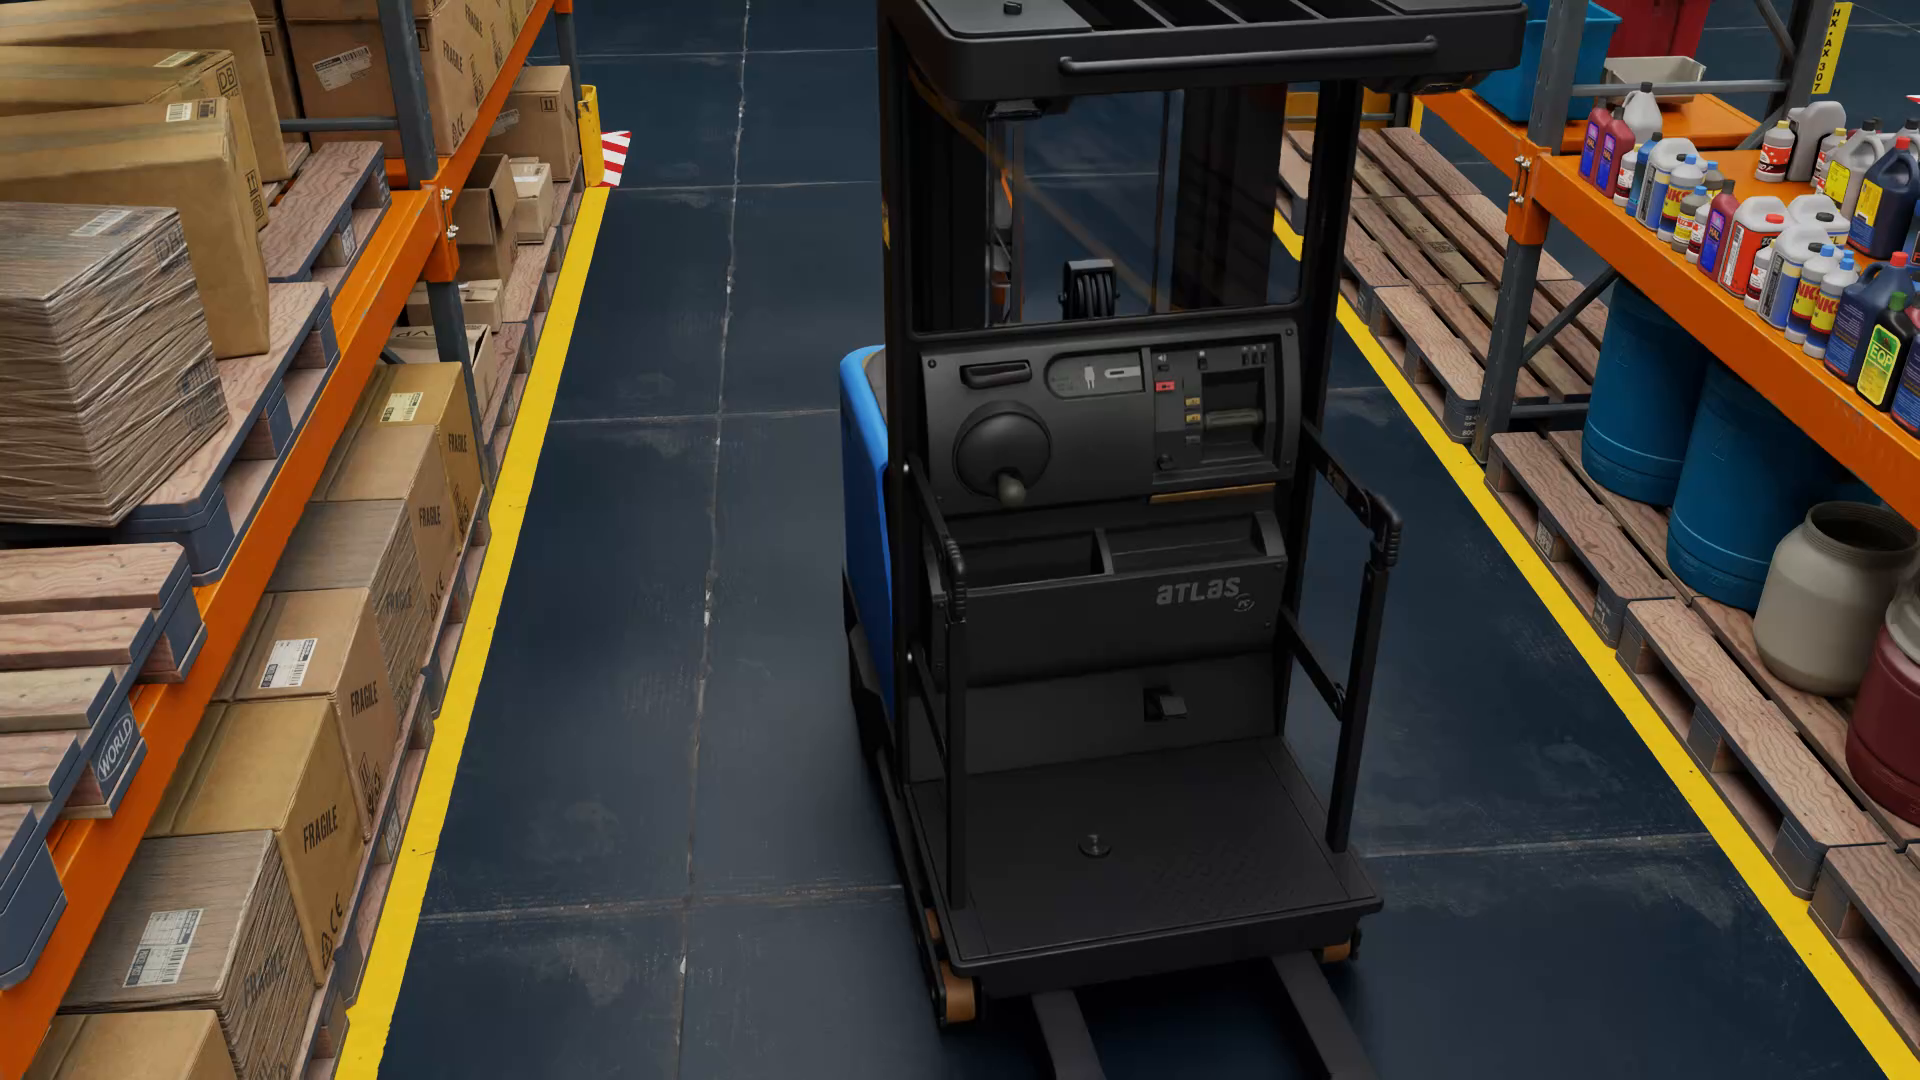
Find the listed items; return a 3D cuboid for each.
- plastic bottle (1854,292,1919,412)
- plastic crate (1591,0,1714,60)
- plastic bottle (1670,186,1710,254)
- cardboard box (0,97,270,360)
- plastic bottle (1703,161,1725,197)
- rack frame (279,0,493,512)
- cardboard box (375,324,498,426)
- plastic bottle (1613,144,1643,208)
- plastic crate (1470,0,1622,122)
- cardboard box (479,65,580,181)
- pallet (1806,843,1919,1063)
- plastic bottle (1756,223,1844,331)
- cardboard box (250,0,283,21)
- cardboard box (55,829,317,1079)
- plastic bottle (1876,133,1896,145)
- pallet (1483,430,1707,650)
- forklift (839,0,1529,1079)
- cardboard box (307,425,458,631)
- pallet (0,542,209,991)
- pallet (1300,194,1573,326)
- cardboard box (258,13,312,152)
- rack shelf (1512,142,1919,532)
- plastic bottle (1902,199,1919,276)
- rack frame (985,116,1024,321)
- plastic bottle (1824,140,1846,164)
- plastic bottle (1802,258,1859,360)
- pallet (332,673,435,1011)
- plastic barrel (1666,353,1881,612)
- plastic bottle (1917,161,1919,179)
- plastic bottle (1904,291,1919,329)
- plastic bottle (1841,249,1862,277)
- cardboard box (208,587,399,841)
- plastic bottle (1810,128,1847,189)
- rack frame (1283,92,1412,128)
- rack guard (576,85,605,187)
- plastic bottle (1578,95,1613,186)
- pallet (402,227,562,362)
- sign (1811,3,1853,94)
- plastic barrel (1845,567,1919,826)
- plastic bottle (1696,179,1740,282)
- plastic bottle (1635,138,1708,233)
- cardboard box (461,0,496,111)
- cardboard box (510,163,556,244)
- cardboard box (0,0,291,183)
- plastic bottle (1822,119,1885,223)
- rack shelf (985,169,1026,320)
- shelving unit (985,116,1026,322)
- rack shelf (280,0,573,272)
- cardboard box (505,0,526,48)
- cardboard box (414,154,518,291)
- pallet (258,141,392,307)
[{"bbox_3d":[2.379,-0.481,4.244,0.061,0.283,0.133,-3,31,-5],"label":"plastic bottle"},{"bbox_3d":[2.771,-2.162,6.824,0.402,0.464,0.583,-3,31,-5],"label":"plastic crate"},{"bbox_3d":[2.295,-1.004,5.200,0.097,0.201,0.097,0,31,0],"label":"plastic bottle"},{"bbox_3d":[-2.101,-0.730,4.040,0.700,0.500,0.500,-11,32,-17],"label":"cardboard box"},{"bbox_3d":[2.425,-1.130,5.411,0.097,0.201,0.097,0,31,0],"label":"plastic bottle"},{"bbox_3d":[-2.328,-1.406,5.679,1.000,3.000,0.127,-3,31,-5],"label":"rack frame"},{"bbox_3d":[-2.151,-0.665,6.631,0.500,0.311,0.500,-3,31,-5],"label":"cardboard box"},{"bbox_3d":[2.255,-1.222,5.565,0.097,0.201,0.097,0,31,0],"label":"plastic bottle"},{"bbox_3d":[2.221,-1.882,6.433,0.392,0.384,0.575,-3,31,-5],"label":"plastic crate"},{"bbox_3d":[-2.405,-2.298,9.181,0.500,0.500,0.500,-3,31,-5],"label":"cardboard box"},{"bbox_3d":[2.863,1.197,4.039,1.003,0.211,1.213,-3,31,-5],"label":"pallet"},{"bbox_3d":[2.377,-0.742,4.689,0.152,0.276,0.135,-3,31,-5],"label":"plastic bottle"},{"bbox_3d":[-2.633,-2.124,5.808,0.500,0.500,0.500,-3,31,-4],"label":"cardboard box"},{"bbox_3d":[-1.766,1.007,3.647,0.500,0.500,0.500,-4,31,-6],"label":"cardboard box"},{"bbox_3d":[2.997,-1.216,5.481,0.152,0.276,0.135,-3,31,-5],"label":"plastic bottle"},{"bbox_3d":[2.635,-0.048,6.125,1.003,0.211,1.213,-3,31,-5],"label":"pallet"},{"bbox_3d":[0.418,-0.249,3.808,1.130,2.935,3.031,-6,31,-10],"label":"forklift"},{"bbox_3d":[-1.958,-0.031,5.385,0.500,0.500,0.500,-3,31,-4],"label":"cardboard box"},{"bbox_3d":[-2.087,0.376,2.883,1.213,0.211,1.003,-3,31,-5],"label":"pallet"},{"bbox_3d":[2.380,-1.442,8.458,1.003,0.211,1.213,-3,31,-5],"label":"pallet"},{"bbox_3d":[-2.630,-1.692,6.060,0.500,0.500,0.500,-2,31,-4],"label":"cardboard box"},{"bbox_3d":[2.791,-0.311,4.548,1.077,0.370,4.000,-3,31,-5],"label":"rack shelf"},{"bbox_3d":[2.922,-0.941,5.026,0.097,0.271,0.097,0,31,0],"label":"plastic bottle"},{"bbox_3d":[0.007,-0.861,5.644,0.400,2.100,0.015,-3,31,-5],"label":"rack frame"},{"bbox_3d":[2.953,-1.241,5.597,0.097,0.201,0.097,0,31,0],"label":"plastic bottle"},{"bbox_3d":[2.369,-0.630,4.505,0.097,0.271,0.097,0,31,0],"label":"plastic bottle"},{"bbox_3d":[-2.097,0.829,4.656,1.003,0.211,1.213,-3,31,-5],"label":"pallet"},{"bbox_3d":[2.704,-0.281,5.432,0.600,0.901,0.708,-3,31,-5],"label":"plastic barrel"},{"bbox_3d":[3.033,-1.072,5.168,0.144,0.351,0.185,-3,31,-5],"label":"plastic bottle"},{"bbox_3d":[2.440,-0.484,4.249,0.061,0.283,0.133,-3,31,-5],"label":"plastic bottle"},{"bbox_3d":[2.499,-0.726,4.734,0.097,0.201,0.097,0,31,0],"label":"plastic bottle"},{"bbox_3d":[-1.862,0.485,4.522,0.500,0.500,0.500,-4,31,-6],"label":"cardboard box"},{"bbox_3d":[3.001,-1.312,5.716,0.097,0.201,0.097,0,31,0],"label":"plastic bottle"},{"bbox_3d":[2.231,-3.684,9.492,1.000,3.000,0.127,-3,31,-5],"label":"rack frame"},{"bbox_3d":[-2.694,-2.336,9.674,1.175,0.500,0.348,-3,31,-5],"label":"rack guard"},{"bbox_3d":[2.214,-1.384,5.755,0.061,0.283,0.133,-3,31,-5],"label":"plastic bottle"},{"bbox_3d":[-2.508,-1.184,8.026,1.003,0.211,1.213,-3,31,-5],"label":"pallet"},{"bbox_3d":[3.152,-1.786,6.044,0.100,0.325,0.005,-3,31,-5],"label":"sign"},{"bbox_3d":[2.810,0.430,4.546,0.600,0.588,0.708,-3,31,-5],"label":"plastic barrel"},{"bbox_3d":[2.297,-0.930,4.996,0.061,0.283,0.133,-3,31,-5],"label":"plastic bottle"},{"bbox_3d":[2.303,-1.147,5.366,0.152,0.276,0.135,-3,31,-5],"label":"plastic bottle"},{"bbox_3d":[-2.155,-1.983,6.548,0.500,0.500,0.500,-2,31,-4],"label":"cardboard box"},{"bbox_3d":[-2.346,-1.704,8.430,0.500,0.250,0.500,-3,31,-5],"label":"cardboard box"},{"bbox_3d":[-2.506,-1.377,5.122,0.700,0.500,0.500,-13,33,-21],"label":"cardboard box"},{"bbox_3d":[2.873,-1.160,5.314,0.144,0.351,0.185,-3,31,-5],"label":"plastic bottle"},{"bbox_3d":[-0.015,-0.974,5.860,0.431,0.518,0.480,-3,31,-5],"label":"rack shelf"},{"bbox_3d":[-0.015,-0.986,5.853,0.431,2.100,0.503,-3,31,-5],"label":"shelving unit"},{"bbox_3d":[-2.514,-2.118,7.573,1.077,0.370,4.000,-3,31,-5],"label":"rack shelf"},{"bbox_3d":[-2.248,-2.498,7.410,0.500,0.500,0.500,-3,31,-5],"label":"cardboard box"},{"bbox_3d":[-2.508,-1.482,7.811,0.797,0.503,0.637,-3,31,-5],"label":"cardboard box"},{"bbox_3d":[-2.362,-0.910,5.036,1.003,0.211,1.213,-3,31,-5],"label":"pallet"}]
